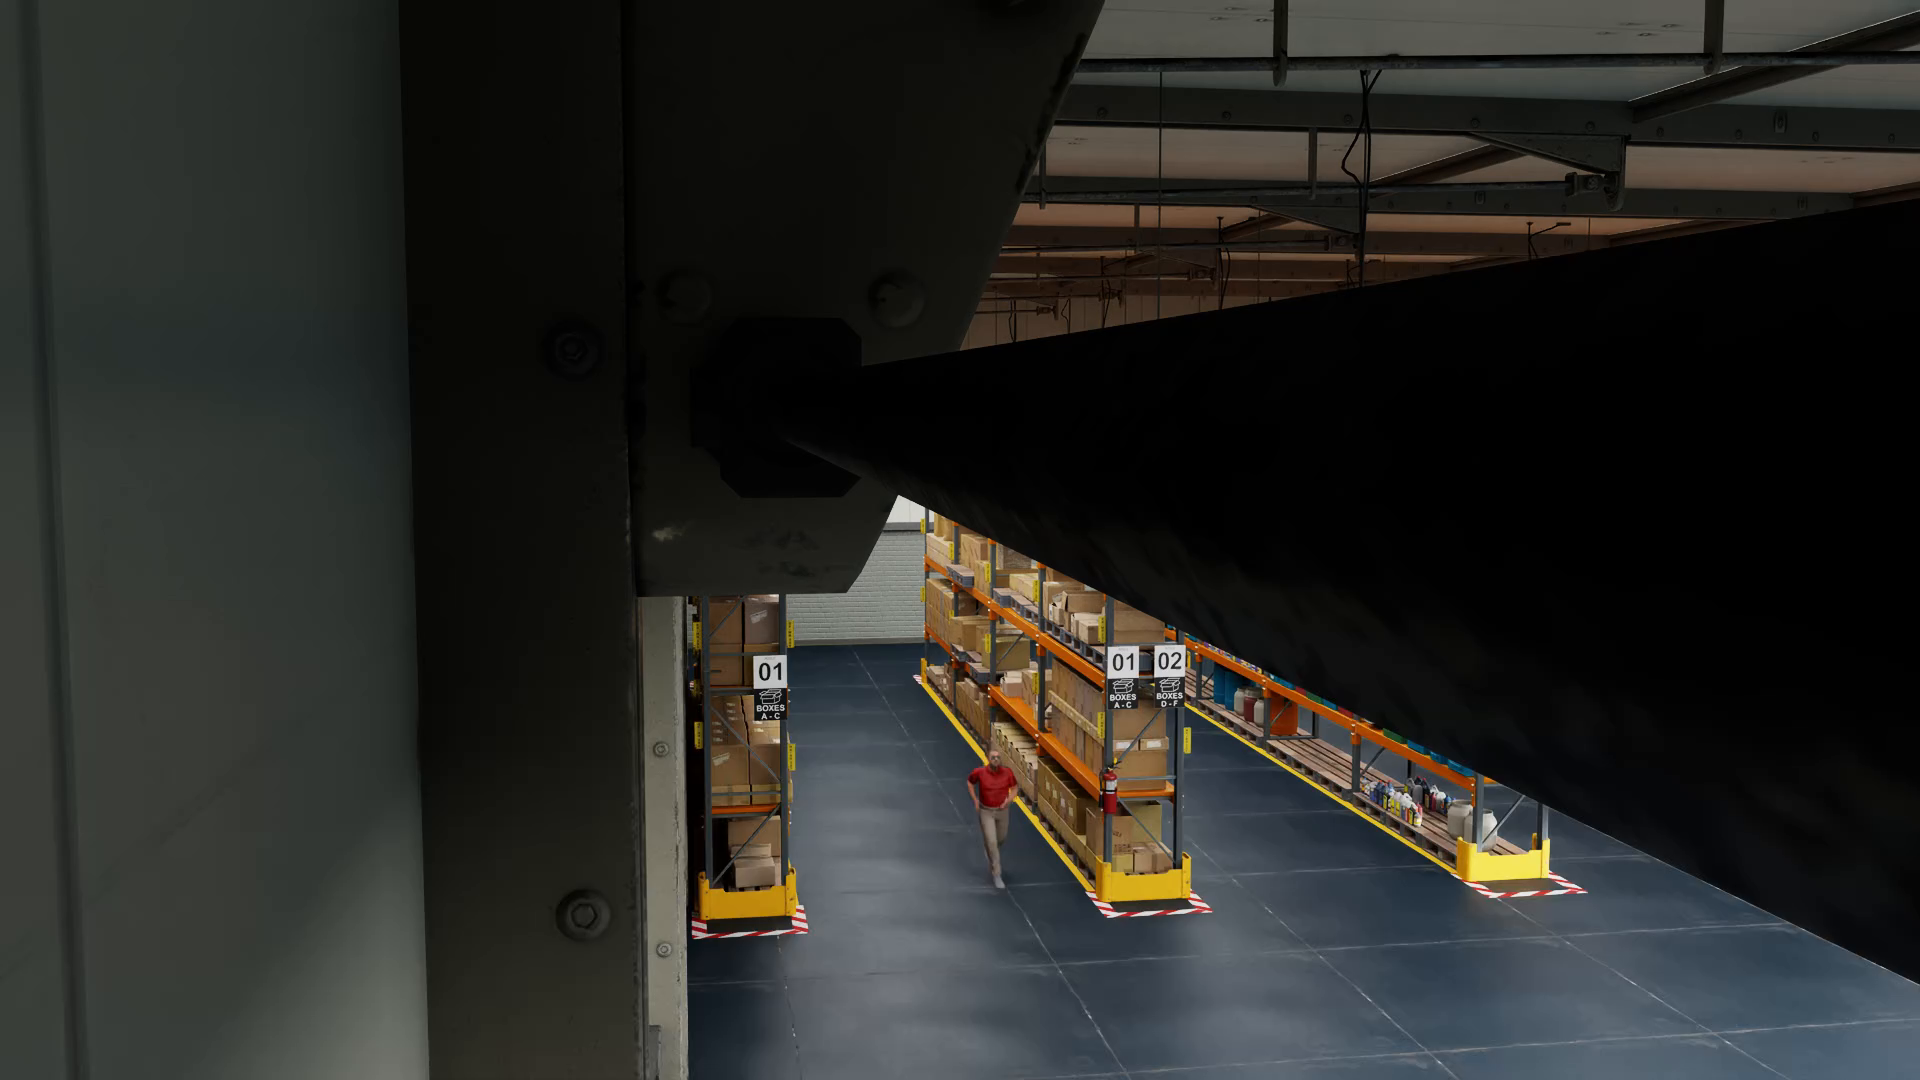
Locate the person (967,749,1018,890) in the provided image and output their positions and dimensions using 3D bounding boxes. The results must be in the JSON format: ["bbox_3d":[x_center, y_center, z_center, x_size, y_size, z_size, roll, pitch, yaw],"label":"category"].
[{"bbox_3d":[0.455,3.589,21.726,0.631,1.748,1.088,-2,5,-17],"label":"person"}]
